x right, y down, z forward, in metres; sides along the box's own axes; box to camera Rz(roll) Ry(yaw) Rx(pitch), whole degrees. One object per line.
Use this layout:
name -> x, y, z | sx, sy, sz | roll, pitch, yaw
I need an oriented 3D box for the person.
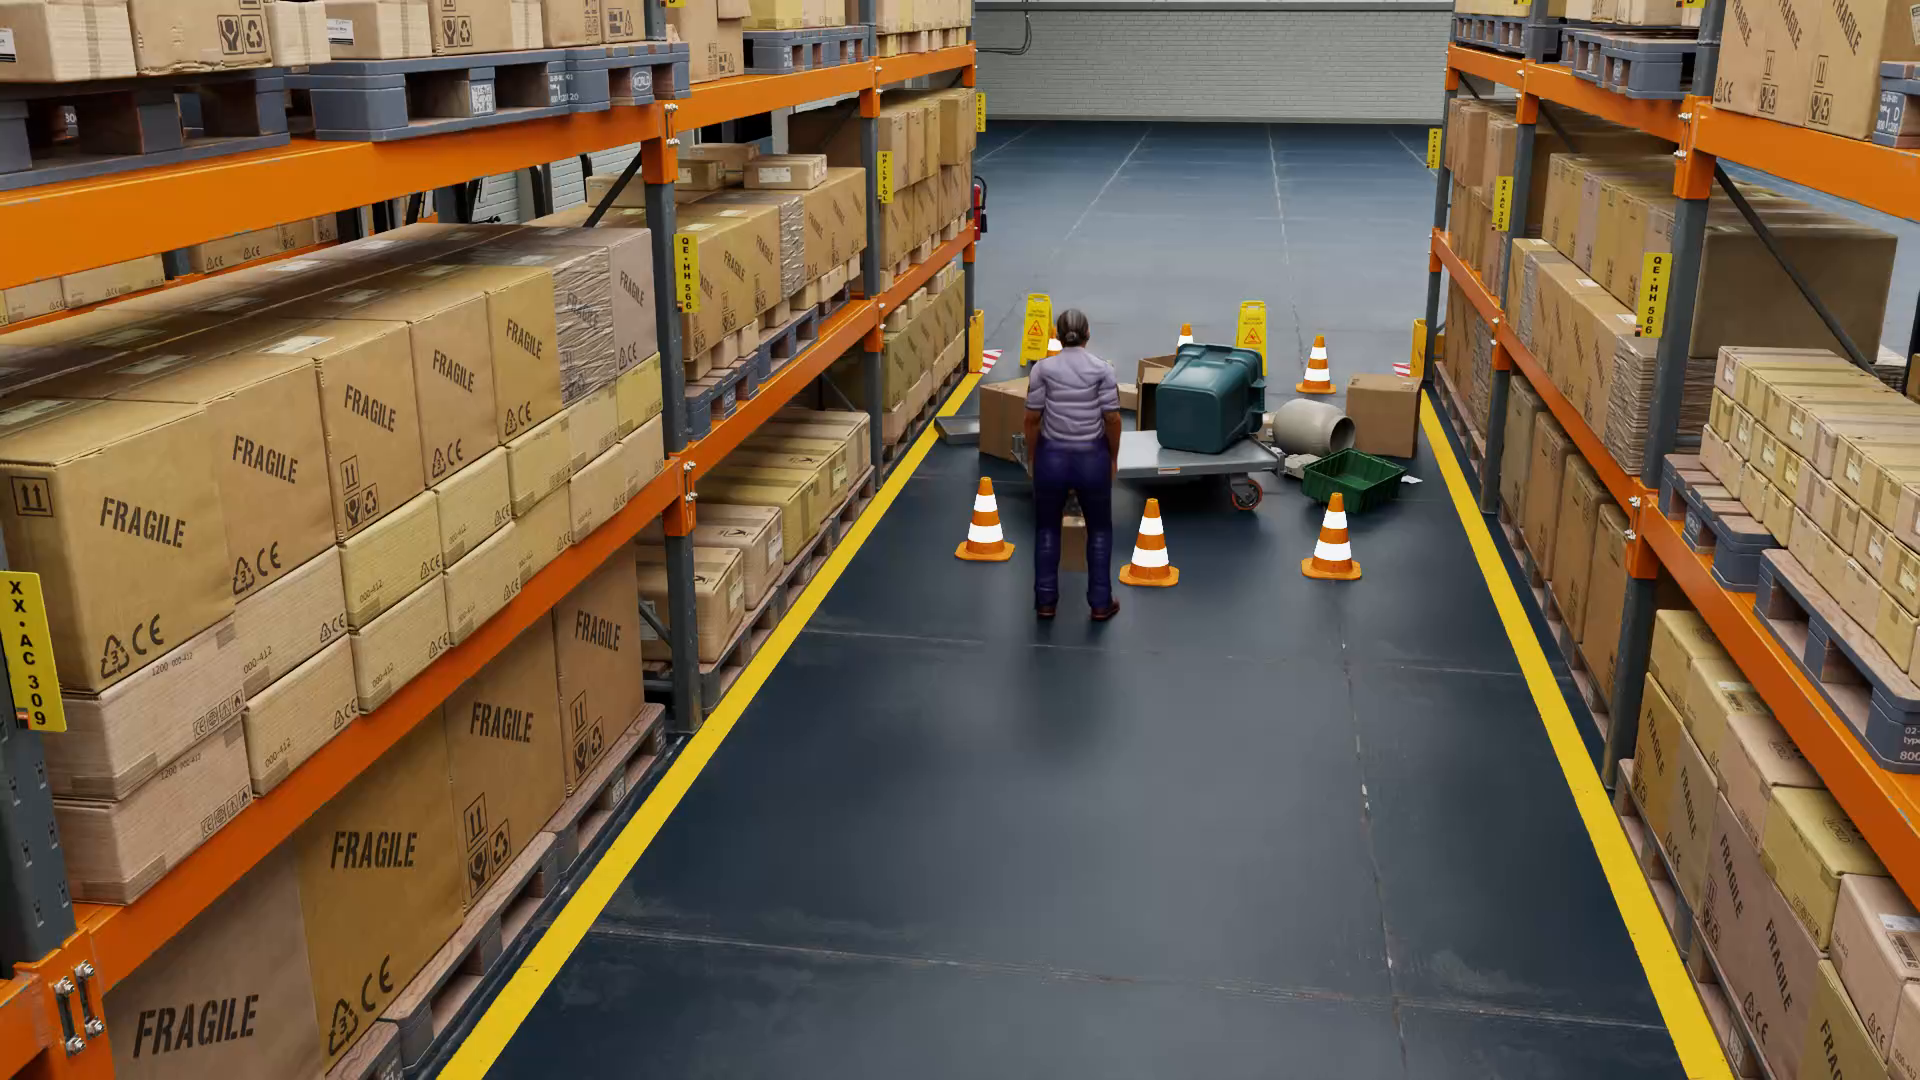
person -> 0.599, -0.388, 8.758 | 0.532, 1.654, 0.368 | 2, 18, 7
